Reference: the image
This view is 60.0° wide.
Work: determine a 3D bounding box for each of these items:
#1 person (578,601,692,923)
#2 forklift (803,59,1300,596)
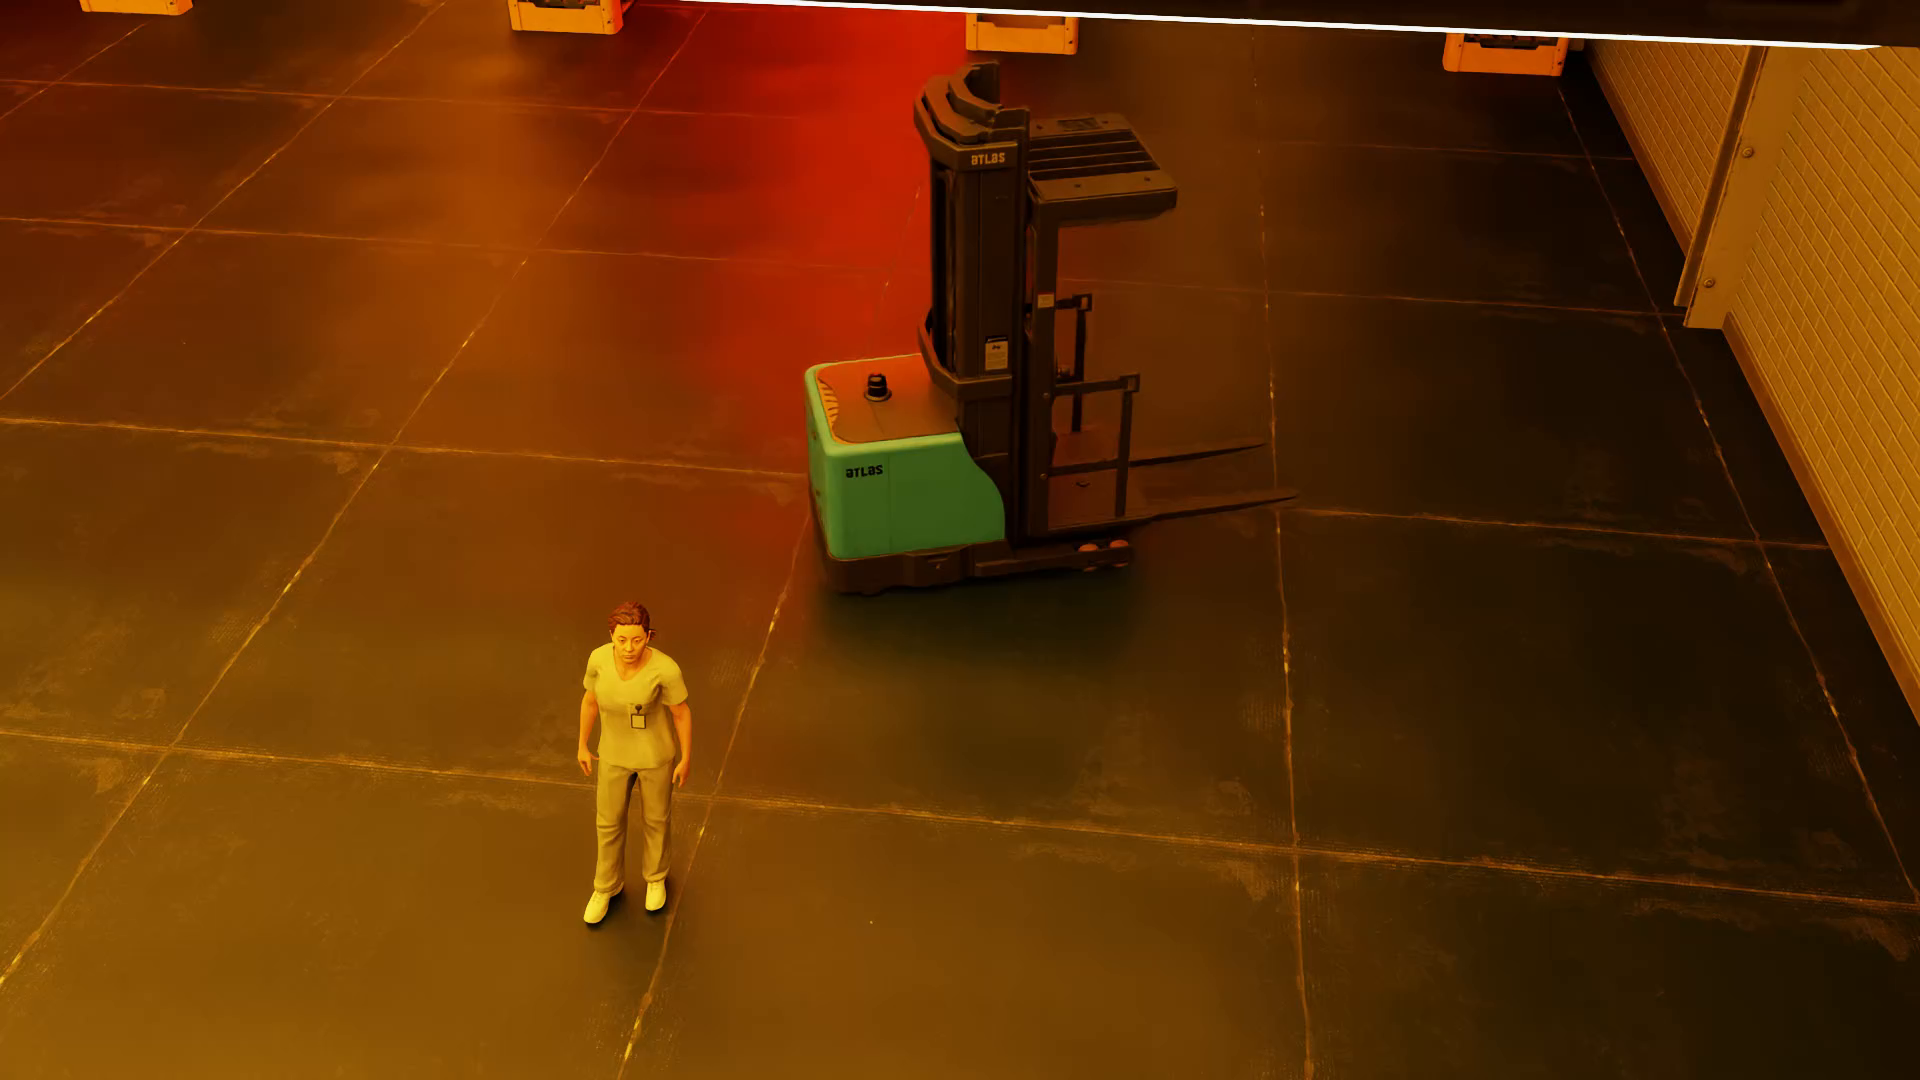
[{"bbox_3d":[-1.513,1.035,7.671,0.549,1.673,0.548,4,37,5],"label":"person"},{"bbox_3d":[0.602,-1.290,9.779,3.031,2.935,1.130,-7,37,-10],"label":"forklift"}]
